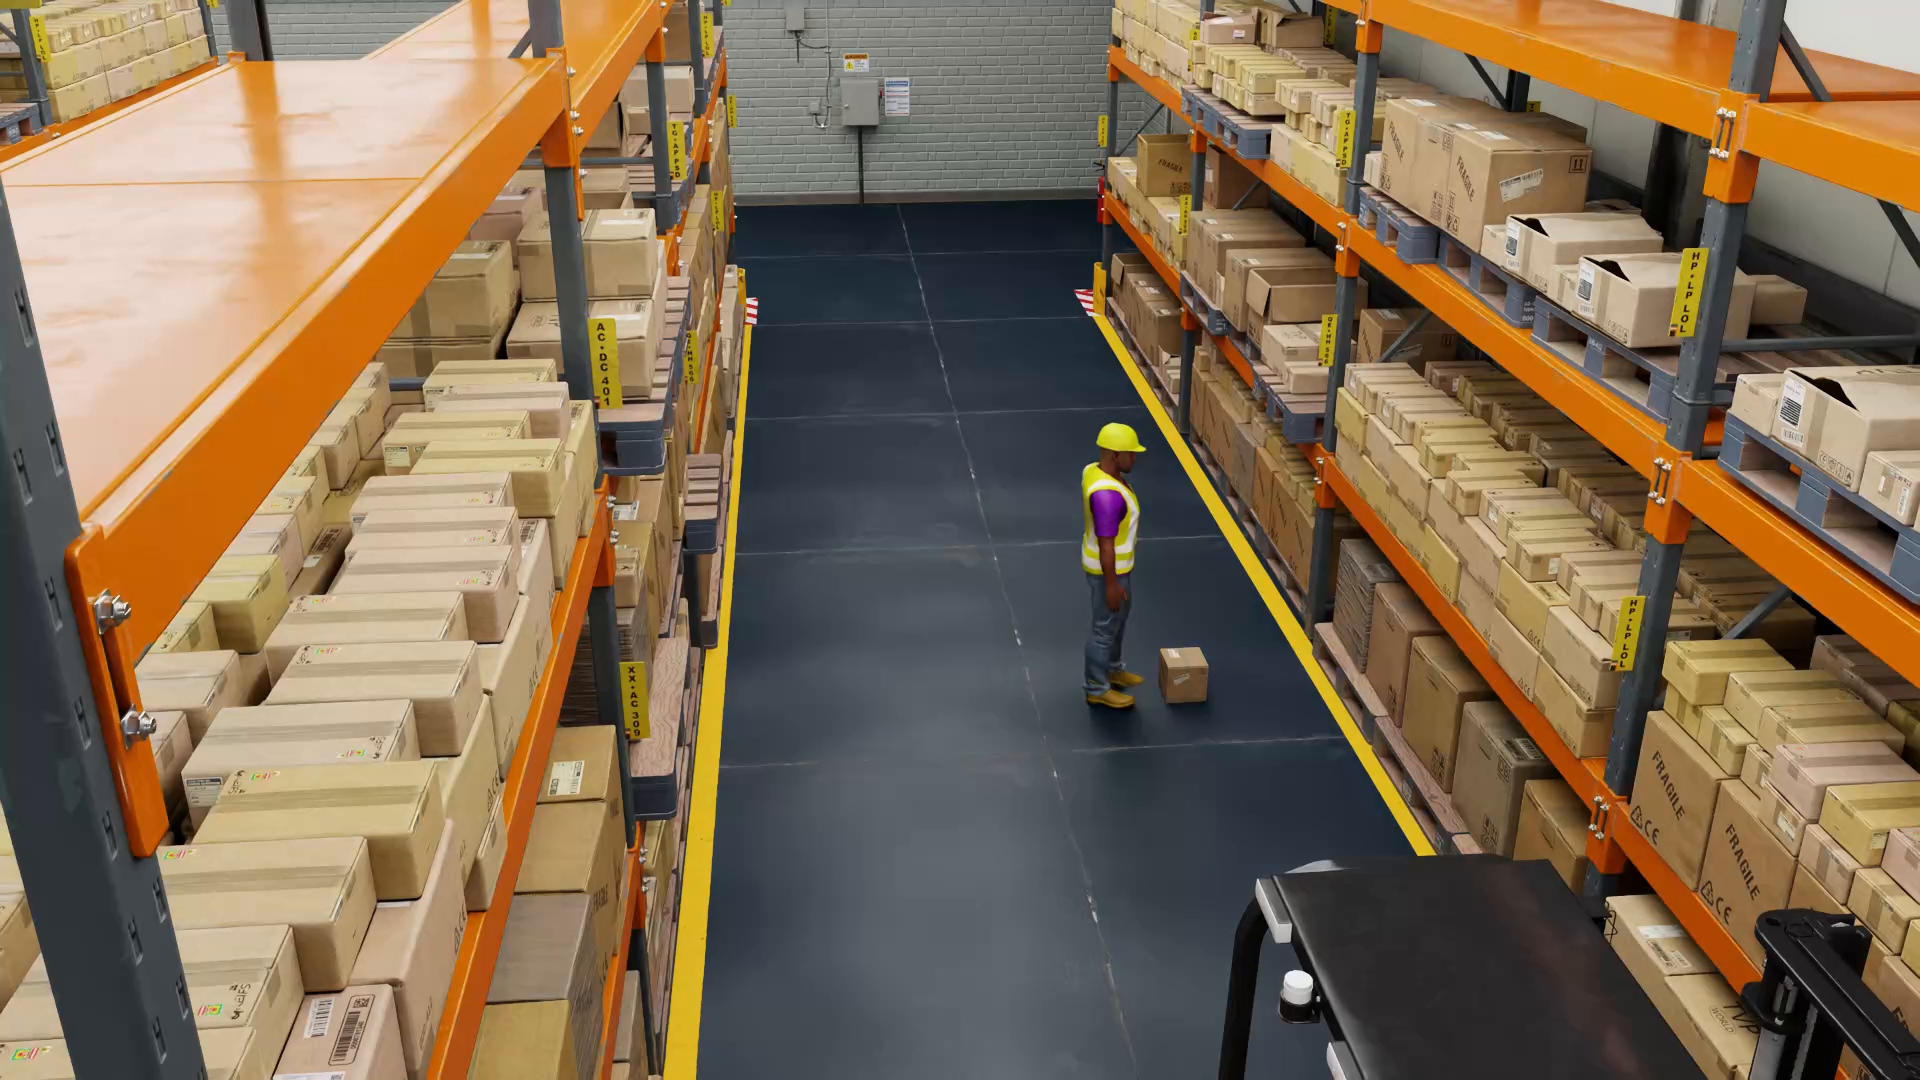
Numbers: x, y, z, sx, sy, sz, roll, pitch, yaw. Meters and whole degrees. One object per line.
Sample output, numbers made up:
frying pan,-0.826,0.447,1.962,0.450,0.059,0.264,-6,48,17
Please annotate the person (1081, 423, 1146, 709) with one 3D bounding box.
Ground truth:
person,0.935,0.169,9.915,0.444,1.806,0.631,1,24,2
